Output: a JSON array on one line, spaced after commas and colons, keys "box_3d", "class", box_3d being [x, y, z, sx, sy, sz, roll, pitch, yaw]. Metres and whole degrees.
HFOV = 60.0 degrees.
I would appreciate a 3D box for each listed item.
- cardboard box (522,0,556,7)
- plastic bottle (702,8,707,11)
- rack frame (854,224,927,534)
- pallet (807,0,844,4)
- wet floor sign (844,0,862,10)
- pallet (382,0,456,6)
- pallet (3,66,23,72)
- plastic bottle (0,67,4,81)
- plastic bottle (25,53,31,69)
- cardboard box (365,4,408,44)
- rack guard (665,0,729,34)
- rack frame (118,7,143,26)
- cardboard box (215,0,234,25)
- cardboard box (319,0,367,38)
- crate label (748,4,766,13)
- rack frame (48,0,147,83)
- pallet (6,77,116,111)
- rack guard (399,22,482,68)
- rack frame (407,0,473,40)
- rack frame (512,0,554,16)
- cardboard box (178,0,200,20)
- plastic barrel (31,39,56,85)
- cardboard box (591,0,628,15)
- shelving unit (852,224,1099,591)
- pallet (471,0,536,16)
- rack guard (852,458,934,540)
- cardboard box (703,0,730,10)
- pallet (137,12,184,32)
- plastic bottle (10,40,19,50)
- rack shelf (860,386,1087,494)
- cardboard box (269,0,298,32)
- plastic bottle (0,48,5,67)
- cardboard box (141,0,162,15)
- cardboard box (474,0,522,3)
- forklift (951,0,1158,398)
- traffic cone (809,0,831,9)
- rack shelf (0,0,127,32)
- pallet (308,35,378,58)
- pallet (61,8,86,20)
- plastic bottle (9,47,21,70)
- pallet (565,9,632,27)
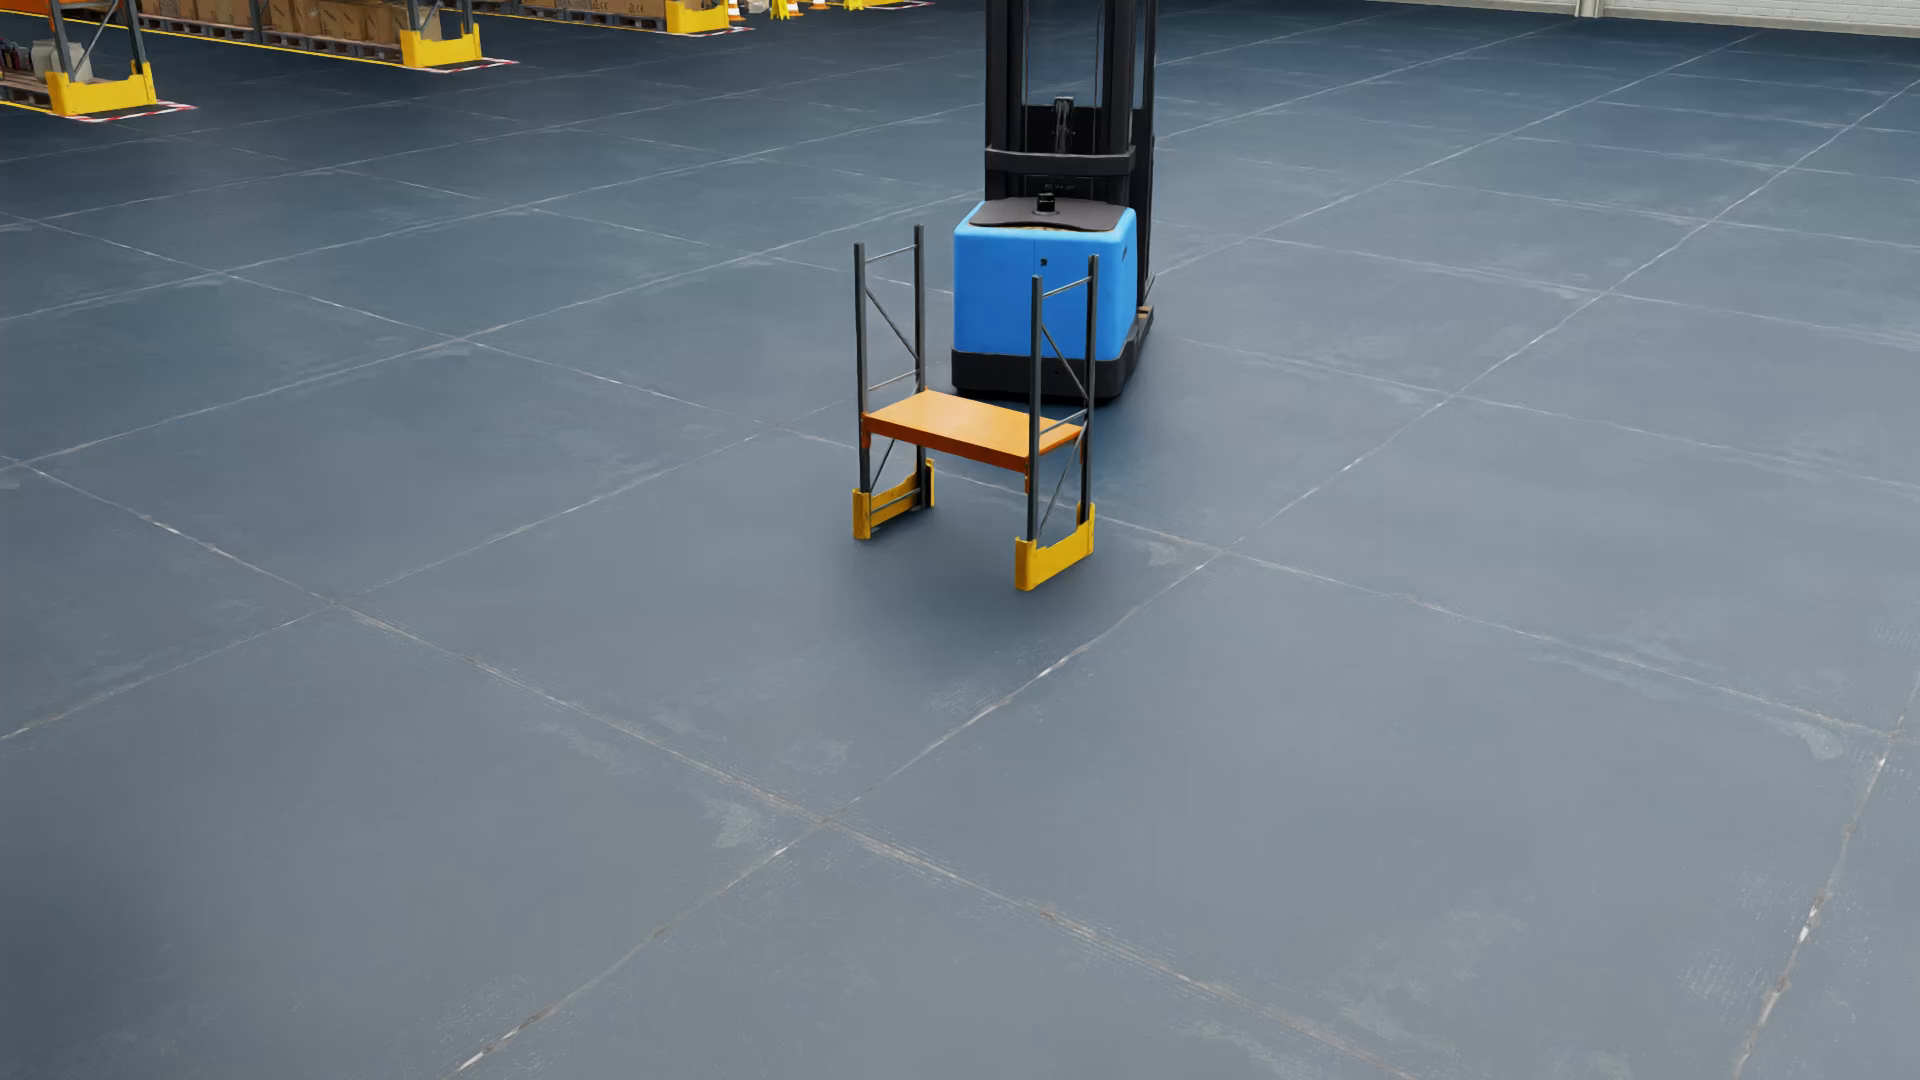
[{"box_3d": [-7.091, -9.848, 29.119, 0.875, 0.875, 0.875, 17, 29, 34], "class": "cardboard box"}, {"box_3d": [-4.703, -9.535, 29.939, 0.283, 0.061, 0.133, 7, 25, 15], "class": "plastic bottle"}, {"box_3d": [-0.339, -0.789, 8.303, 0.032, 1.500, 0.500, 17, 29, 33], "class": "rack frame"}, {"box_3d": [-2.154, -10.408, 31.732, 1.213, 0.211, 1.003, 17, 29, 33], "class": "pallet"}, {"box_3d": [-1.954, -9.989, 30.244, 0.267, 0.644, 0.232, -15, 28, -30], "class": "wet floor sign"}, {"box_3d": [-10.168, -10.279, 31.442, 1.213, 0.211, 1.003, 17, 29, 33], "class": "pallet"}, {"box_3d": [-13.066, -6.177, 22.132, 1.213, 0.211, 1.003, 17, 29, 33], "class": "pallet"}, {"box_3d": [-12.110, -5.885, 20.936, 0.097, 0.201, 0.097, 0, 24, 0], "class": "plastic bottle"}, {"box_3d": [-12.240, -6.303, 21.882, 0.097, 0.201, 0.097, 0, 24, 0], "class": "plastic bottle"}, {"box_3d": [-8.396, -7.598, 24.477, 0.500, 0.500, 0.500, -17, 29, -34], "class": "cardboard box"}, {"box_3d": [-4.333, -8.686, 27.467, 0.348, 0.500, 1.175, 17, 29, 33], "class": "rack guard"}, {"box_3d": [-13.809, -10.195, 27.791, 0.127, 3.000, 1.000, 17, 29, 33], "class": "rack frame"}, {"box_3d": [-11.457, -8.562, 26.639, 0.500, 0.500, 0.700, 17, 29, 33], "class": "cardboard box"}, {"box_3d": [-9.305, -7.905, 25.174, 0.500, 0.500, 0.500, 14, 27, 29], "class": "cardboard box"}, {"box_3d": [-3.642, -9.565, 29.912, 0.298, 0.136, 0.250, 3, 24, 6], "class": "crate label"}, {"box_3d": [-10.378, -6.662, 19.773, 0.127, 3.000, 1.000, 17, 29, 33], "class": "rack frame"}, {"box_3d": [-11.114, -5.587, 20.792, 1.213, 0.211, 1.003, 17, 29, 33], "class": "pallet"}, {"box_3d": [-7.468, -7.135, 23.946, 0.348, 0.500, 1.175, 17, 29, 33], "class": "rack guard"}, {"box_3d": [-7.407, -8.260, 23.400, 0.127, 3.000, 1.000, 17, 29, 33], "class": "rack frame"}, {"box_3d": [-7.553, -10.803, 29.172, 0.127, 3.000, 1.000, 17, 29, 33], "class": "rack frame"}, {"box_3d": [-12.351, -8.832, 27.252, 0.500, 0.500, 0.700, 20, 31, 38], "class": "cardboard box"}, {"box_3d": [-11.351, -5.971, 20.770, 0.421, 0.512, 0.421, 0, 24, 0], "class": "plastic barrel"}, {"box_3d": [-5.639, -9.411, 28.125, 0.875, 0.875, 0.875, 16, 29, 32], "class": "cardboard box"}, {"box_3d": [0.061, -0.668, 8.029, 1.083, 1.500, 0.587, 17, 29, 33], "class": "shelving unit"}, {"box_3d": [-8.215, -9.689, 30.102, 1.213, 0.211, 1.003, 17, 29, 33], "class": "pallet"}, {"box_3d": [-0.338, -0.216, 8.554, 0.087, 0.250, 0.587, 17, 29, 33], "class": "rack guard"}, {"box_3d": [-4.388, -9.923, 30.270, 0.637, 0.503, 0.797, -1, 24, -3], "class": "cardboard box"}, {"box_3d": [-13.185, -8.729, 27.923, 1.213, 0.211, 1.003, 17, 29, 33], "class": "pallet"}, {"box_3d": [-12.478, -6.431, 21.989, 0.185, 0.351, 0.144, 17, 29, 33], "class": "plastic bottle"}, {"box_3d": [0.068, -0.501, 8.097, 1.000, 0.185, 0.538, 17, 29, 33], "class": "rack shelf"}, {"box_3d": [-10.312, -8.166, 25.766, 0.500, 0.500, 0.500, 16, 28, 32], "class": "cardboard box"}, {"box_3d": [-12.806, -6.421, 22.059, 0.135, 0.276, 0.152, 17, 29, 33], "class": "plastic bottle"}, {"box_3d": [-13.261, -9.096, 27.853, 0.500, 0.500, 0.700, 15, 28, 31], "class": "cardboard box"}, {"box_3d": [-8.103, -10.087, 29.816, 0.750, 0.750, 1.050, 17, 29, 33], "class": "cardboard box"}, {"box_3d": [0.757, -2.773, 11.032, 1.130, 2.935, 3.031, 5, 24, 11], "class": "forklift"}, {"box_3d": [-2.582, -9.984, 30.460, 0.334, 0.463, 0.336, 17, 29, 33], "class": "traffic cone"}, {"box_3d": [-11.978, -6.816, 21.016, 4.000, 0.370, 1.077, 17, 29, 33], "class": "rack shelf"}, {"box_3d": [-9.069, -7.505, 25.146, 1.213, 0.211, 1.003, 17, 29, 33], "class": "pallet"}, {"box_3d": [-15.367, -9.429, 29.511, 1.213, 0.211, 1.003, 17, 29, 33], "class": "pallet"}, {"box_3d": [-12.414, -6.325, 21.832, 0.133, 0.283, 0.061, 17, 29, 33], "class": "plastic bottle"}, {"box_3d": [-6.011, -9.023, 28.590, 1.213, 0.211, 1.003, 17, 29, 33], "class": "pallet"}]
